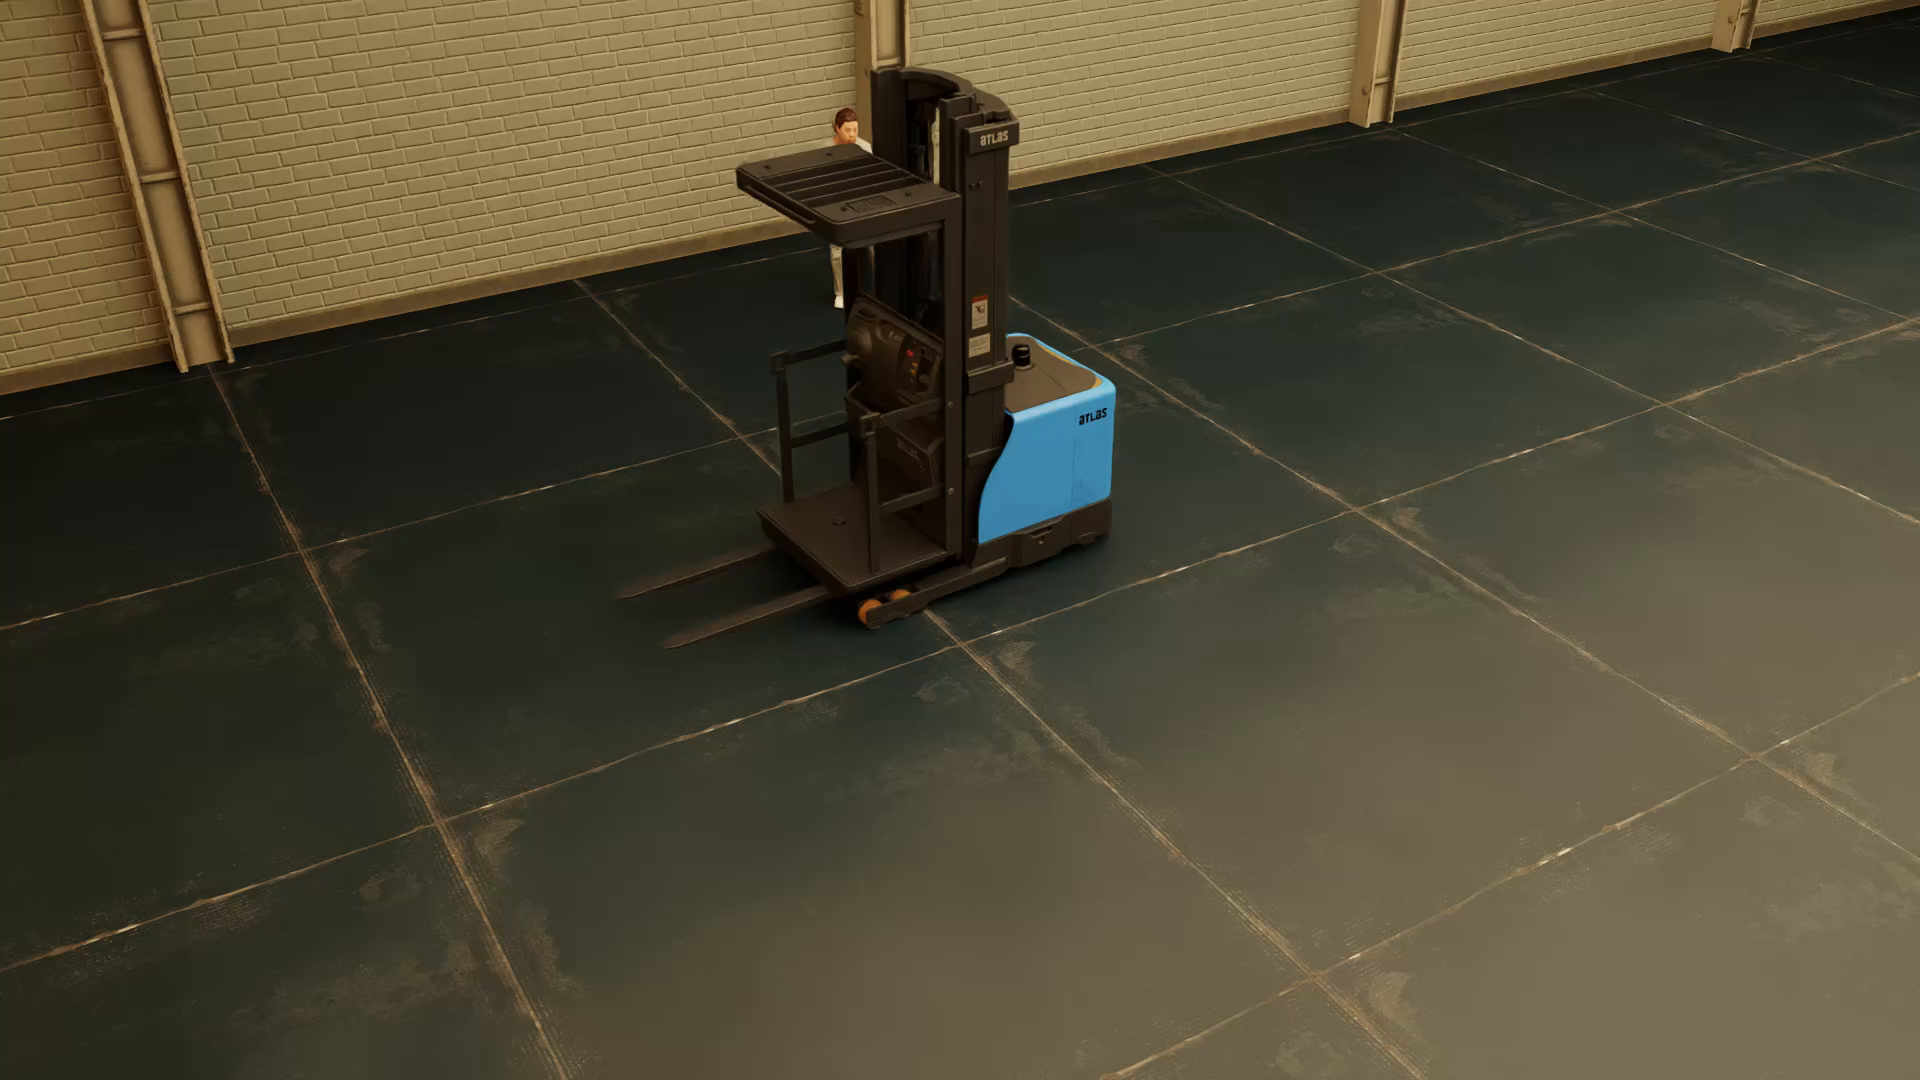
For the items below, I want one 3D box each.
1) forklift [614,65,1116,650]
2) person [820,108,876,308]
[{"bbox_3d":[-0.552,-1.052,9.404,3.031,2.935,1.130,-19,36,-29],"label":"forklift"},{"bbox_3d":[-0.854,-2.664,13.350,0.738,1.648,0.367,-4,31,-6],"label":"person"}]
